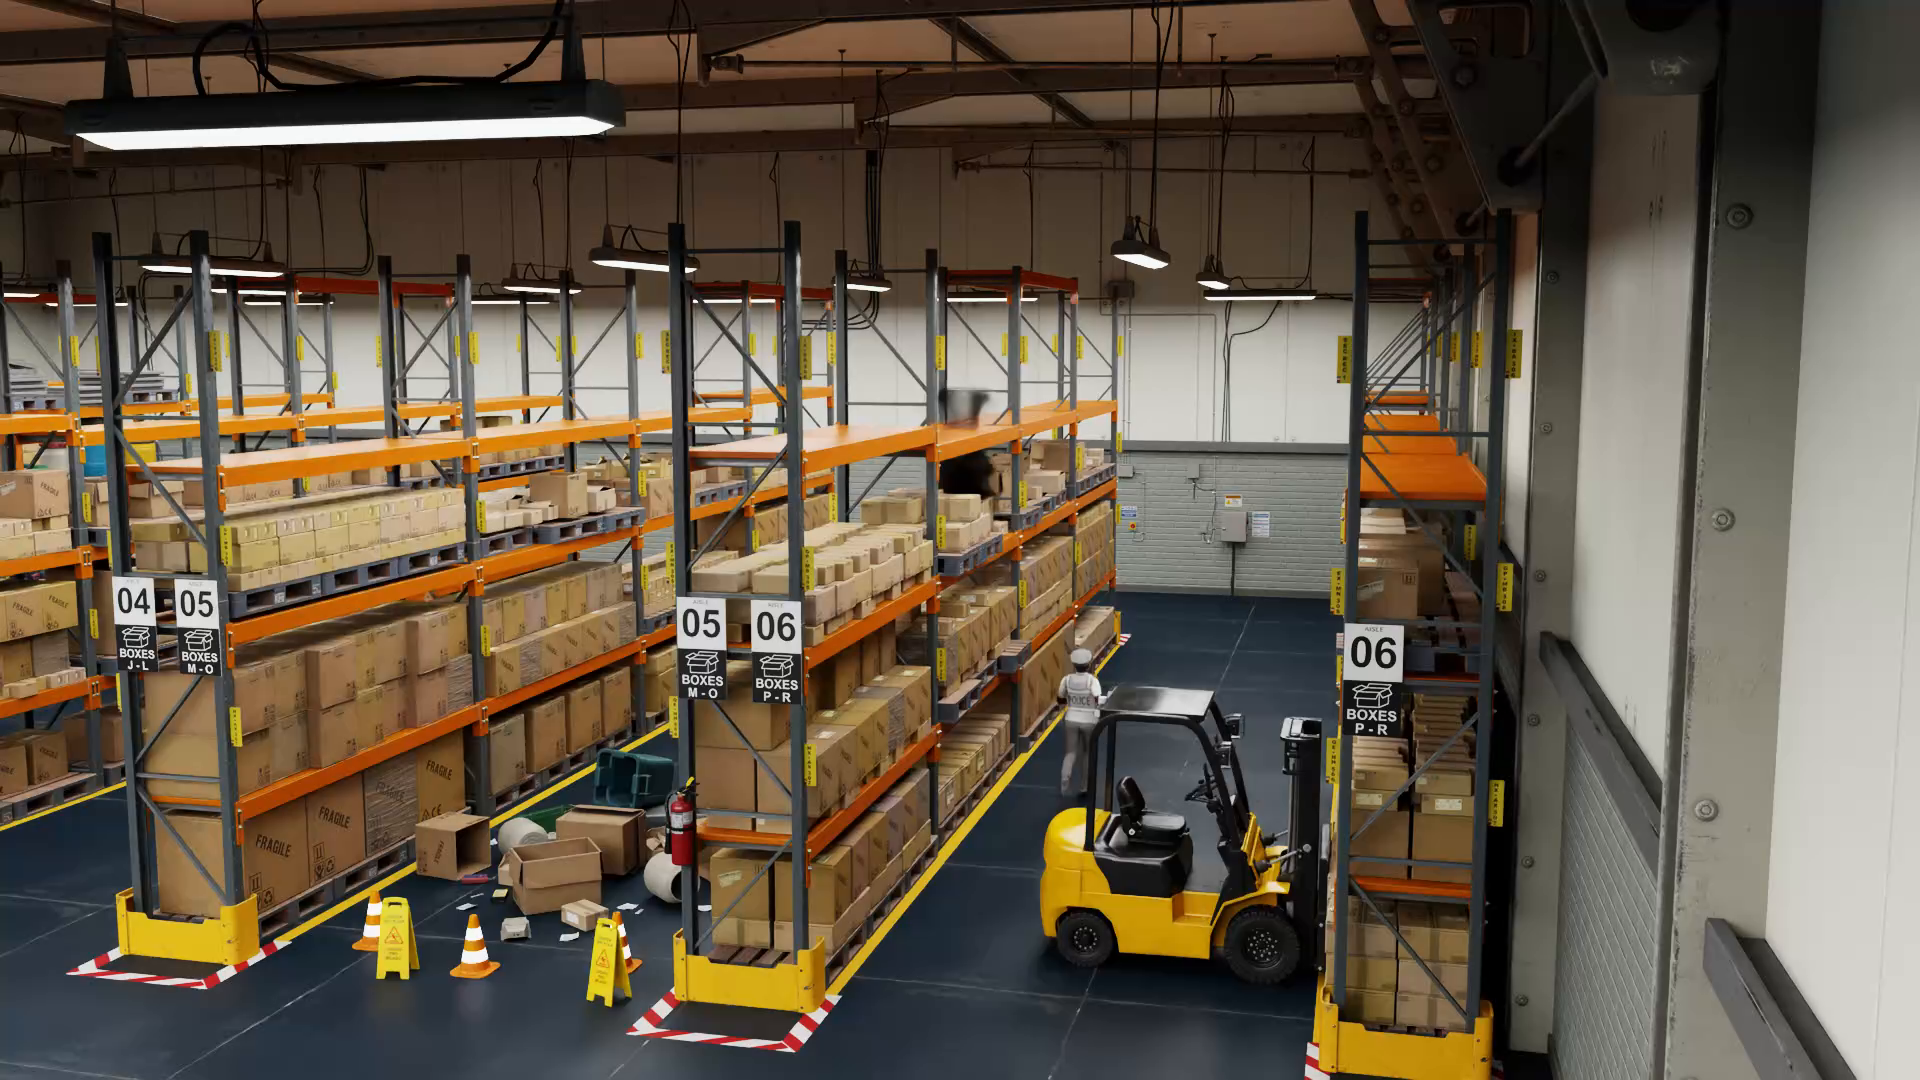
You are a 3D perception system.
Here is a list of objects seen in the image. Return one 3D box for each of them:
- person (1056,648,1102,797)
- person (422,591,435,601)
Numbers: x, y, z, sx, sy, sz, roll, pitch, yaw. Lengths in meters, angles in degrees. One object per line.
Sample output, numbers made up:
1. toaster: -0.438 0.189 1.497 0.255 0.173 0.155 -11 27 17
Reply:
1. person: 1.343 2.057 18.595 0.583 1.675 0.858 2 7 17
2. person: -7.476 1.510 23.546 0.525 1.666 0.796 1 7 6
